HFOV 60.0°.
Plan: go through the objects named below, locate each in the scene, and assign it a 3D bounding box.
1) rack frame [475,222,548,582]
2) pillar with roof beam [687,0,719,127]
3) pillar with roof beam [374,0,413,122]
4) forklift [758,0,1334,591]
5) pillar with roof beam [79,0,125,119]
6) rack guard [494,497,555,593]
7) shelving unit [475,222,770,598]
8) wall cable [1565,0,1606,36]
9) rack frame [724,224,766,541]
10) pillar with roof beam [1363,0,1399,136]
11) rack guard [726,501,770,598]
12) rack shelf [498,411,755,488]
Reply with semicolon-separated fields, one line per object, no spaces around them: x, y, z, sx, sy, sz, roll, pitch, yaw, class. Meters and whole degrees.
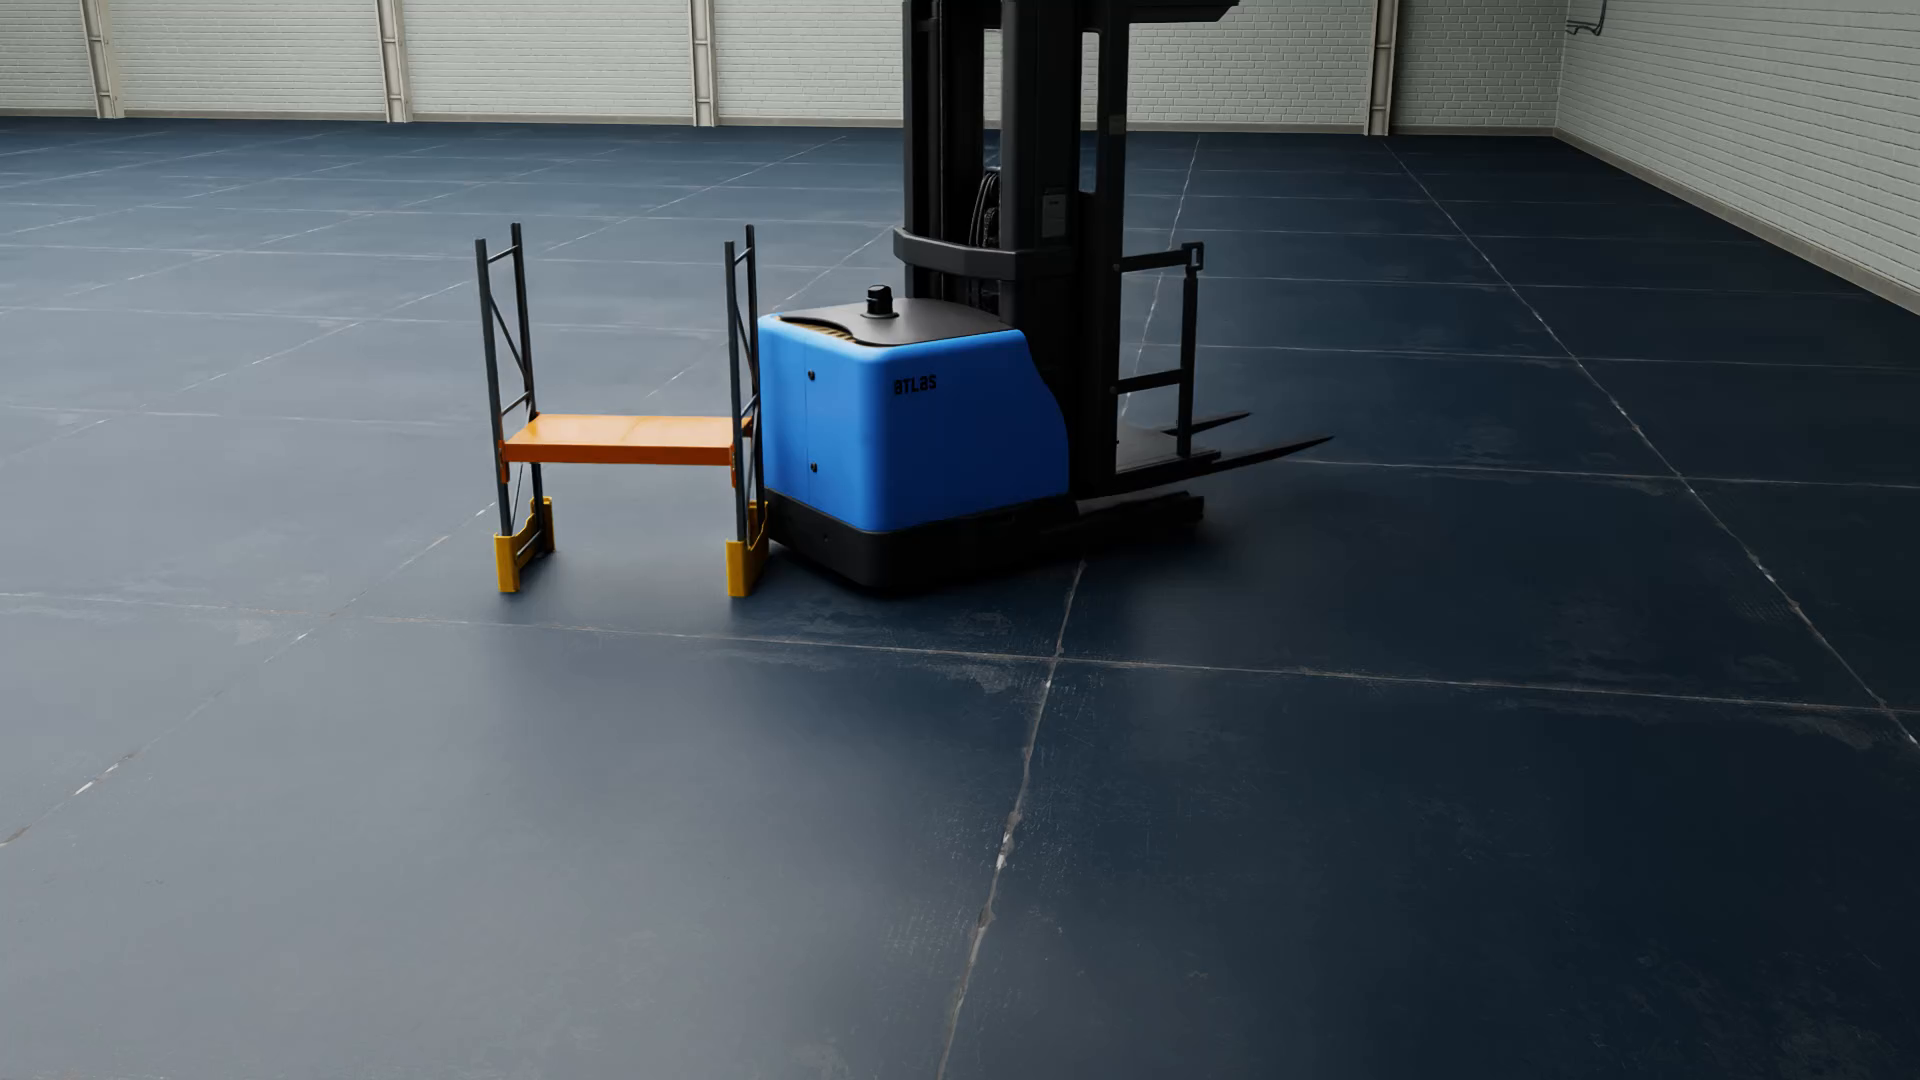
-1.925;-0.579;7.169;0.032;1.500;0.500;1;19;3;rack frame
-5.343;-10.531;25.096;0.400;9.000;9.100;3;19;9;pillar with roof beam
-11.267;-10.833;25.998;0.400;9.000;9.100;3;19;9;pillar with roof beam
0.551;-1.527;7.746;3.031;2.935;1.130;-13;23;-34;forklift
-17.191;-11.135;26.901;0.400;9.000;9.100;3;19;9;pillar with roof beam
-1.923;0.014;7.368;0.087;0.250;0.587;1;19;3;rack guard
-1.426;-0.569;7.140;1.083;1.500;0.587;1;19;3;shelving unit
9.887;-9.241;26.133;0.112;2.526;3.097;3;19;9;wall cable
-0.910;-0.559;7.109;0.032;1.500;0.500;1;19;3;rack frame
6.505;-9.927;23.291;0.400;9.000;9.100;3;19;9;pillar with roof beam
-0.929;0.034;7.308;0.087;0.250;0.587;1;19;3;rack guard
-1.417;-0.398;7.196;1.000;0.185;0.538;1;19;3;rack shelf
